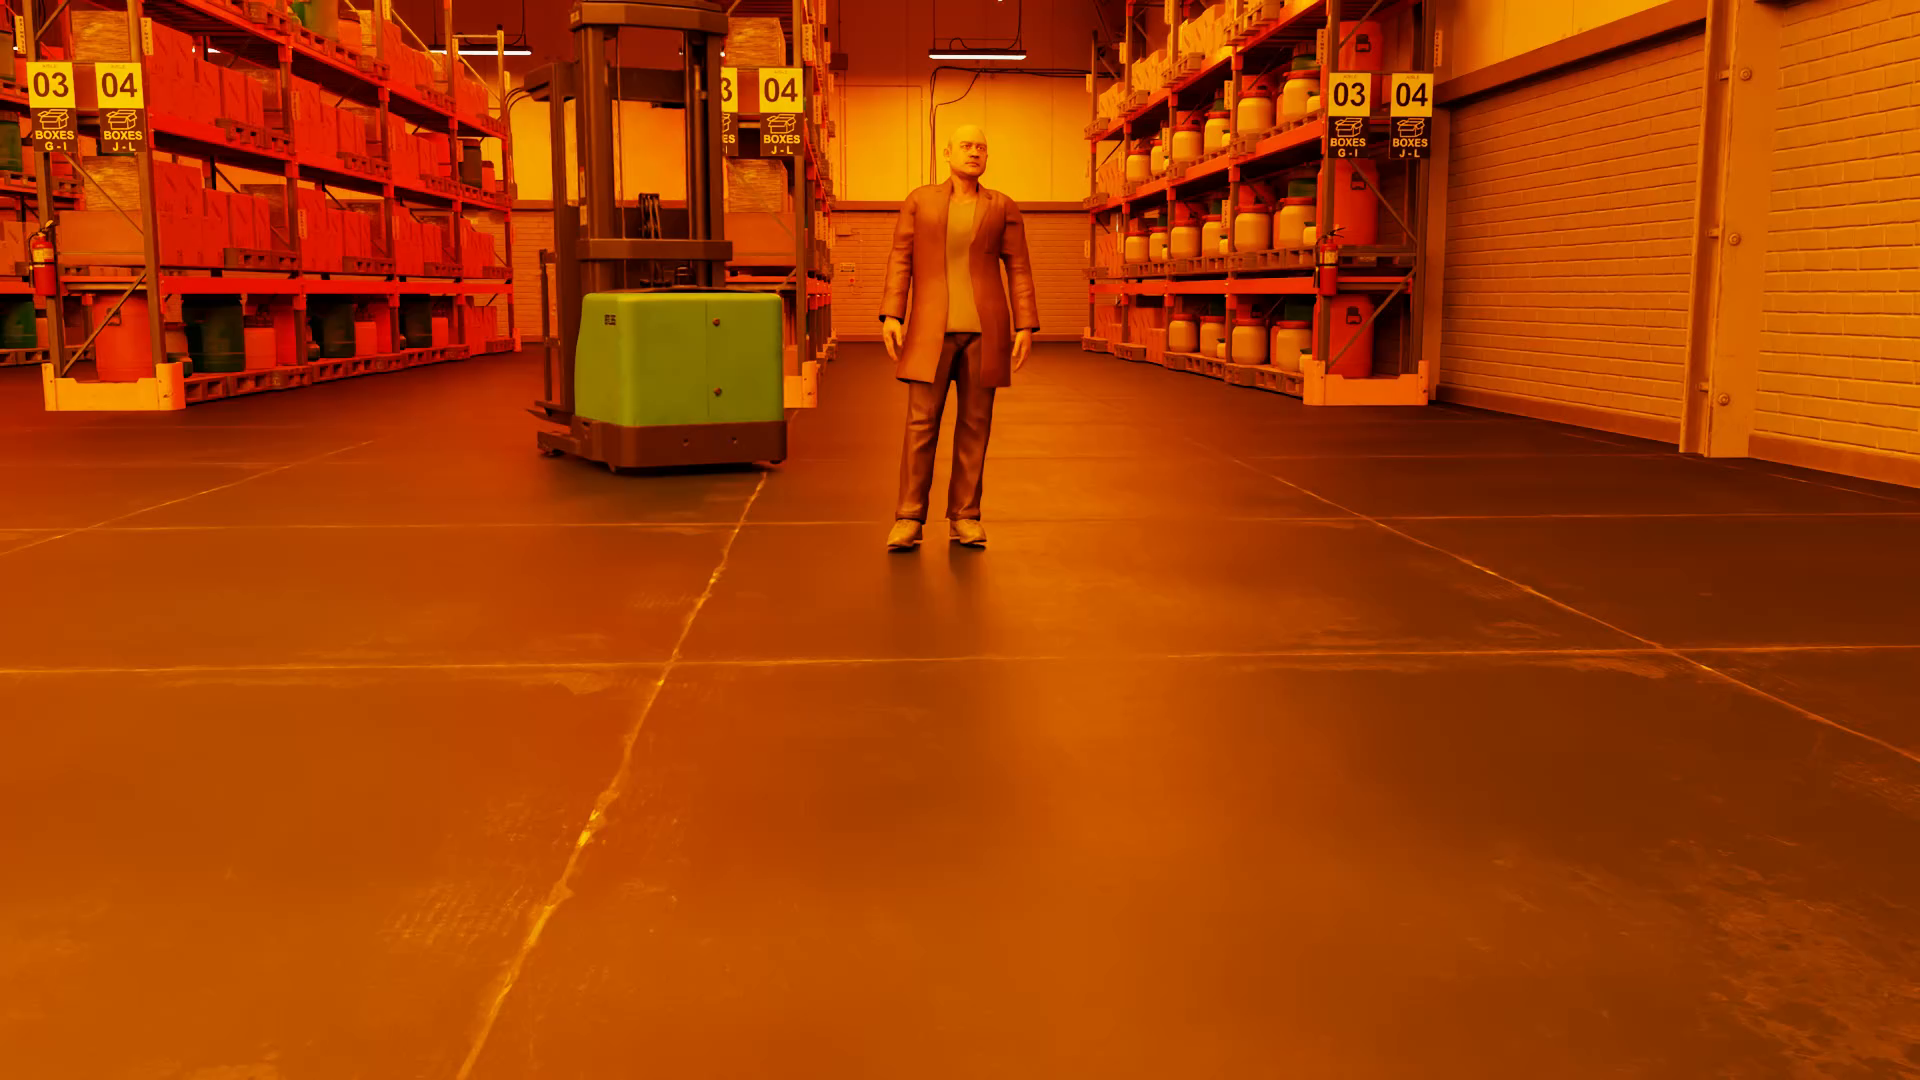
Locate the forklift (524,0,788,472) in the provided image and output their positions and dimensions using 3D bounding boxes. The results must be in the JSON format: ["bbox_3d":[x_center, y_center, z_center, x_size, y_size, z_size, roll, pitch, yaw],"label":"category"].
[{"bbox_3d":[-2.191,-2.024,10.962,1.130,2.935,3.031,-4,10,-28],"label":"forklift"}]

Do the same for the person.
[{"bbox_3d":[0.002,-0.873,7.087,0.698,1.778,0.579,-1,8,-4],"label":"person"}]
